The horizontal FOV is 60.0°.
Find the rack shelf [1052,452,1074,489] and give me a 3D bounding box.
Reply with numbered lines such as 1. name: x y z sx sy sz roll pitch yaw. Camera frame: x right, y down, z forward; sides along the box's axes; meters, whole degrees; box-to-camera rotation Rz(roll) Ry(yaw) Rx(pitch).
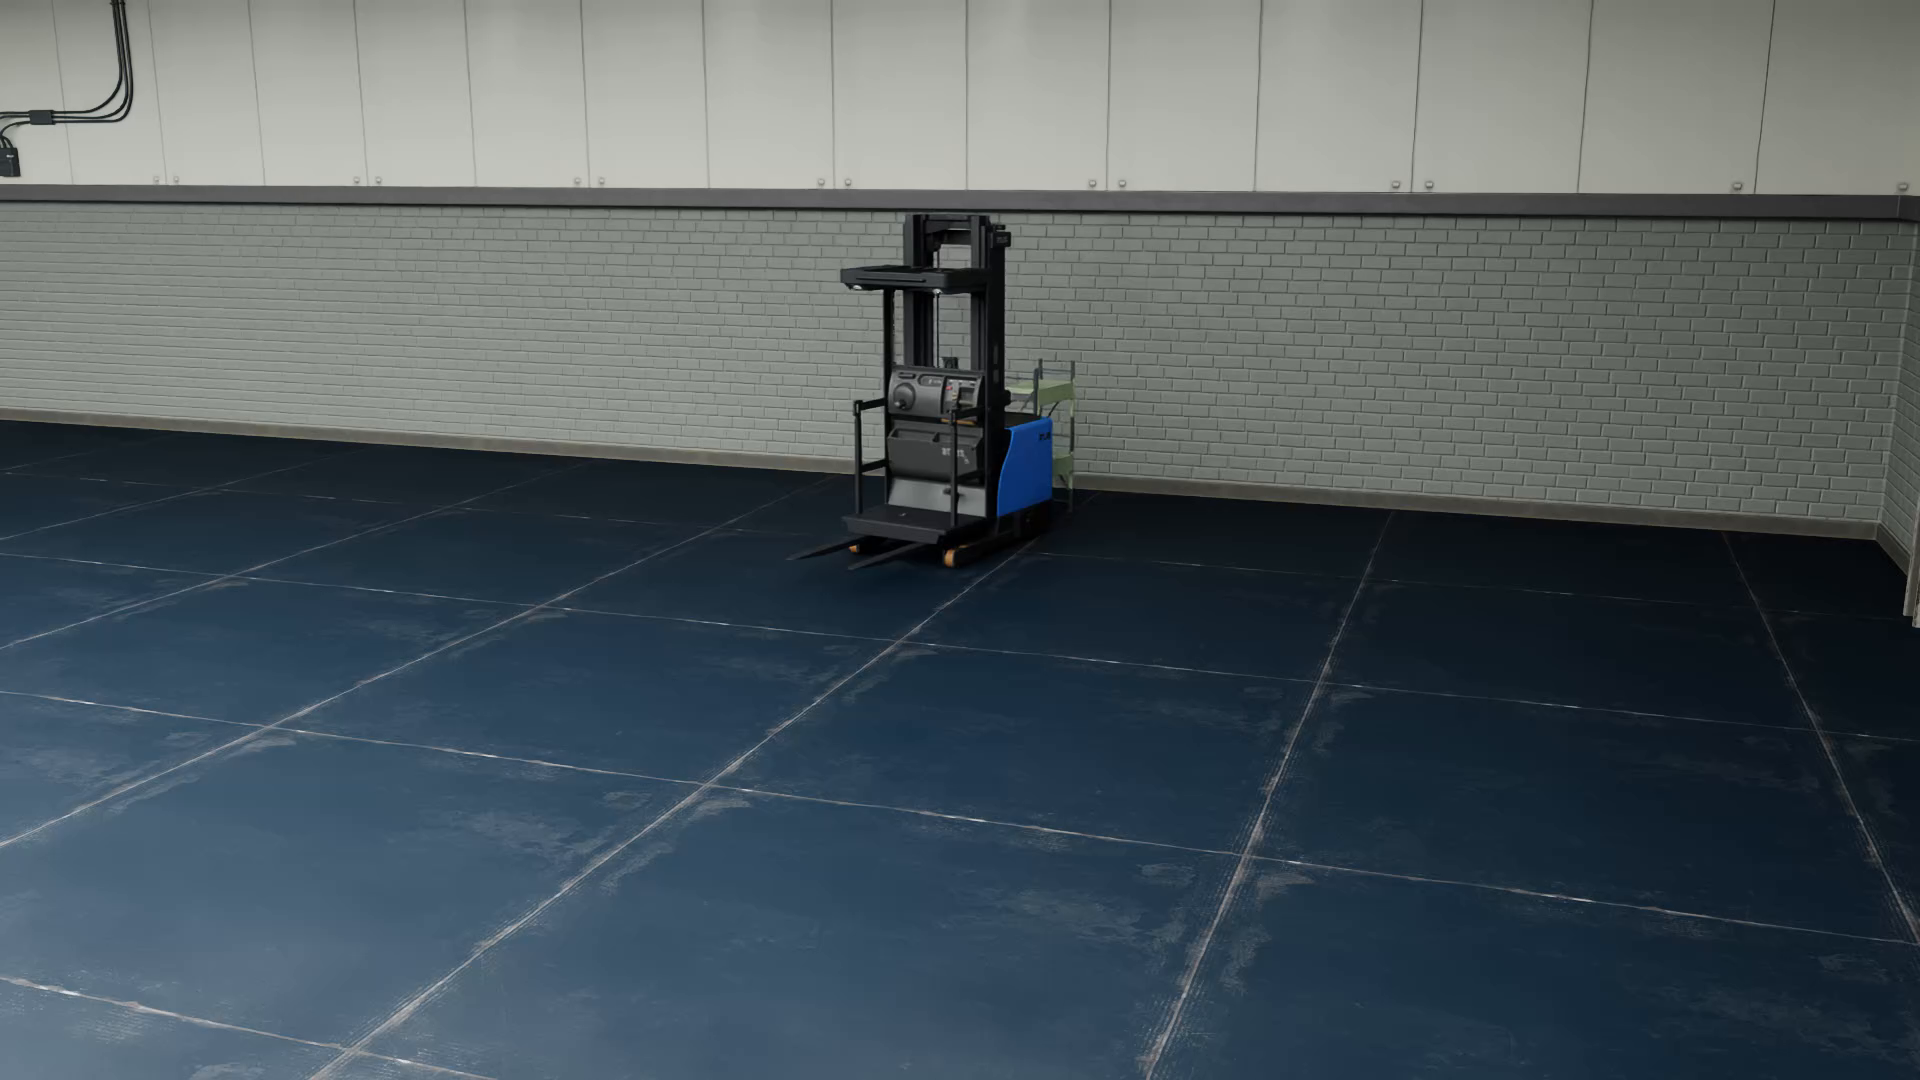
1. rack shelf: 0.749 -0.641 16.154 0.431 0.370 0.720 8 15 31

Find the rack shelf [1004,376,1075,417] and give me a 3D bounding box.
1. rack shelf: 0.749 -1.339 15.994 0.431 0.370 0.720 8 15 31

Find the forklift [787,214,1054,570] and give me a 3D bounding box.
1. forklift: -0.330 -1.305 14.381 1.130 2.935 3.031 8 15 31

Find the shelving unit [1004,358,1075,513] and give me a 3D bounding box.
1. shelving unit: 0.749 -0.959 16.081 0.431 1.500 0.755 8 15 31

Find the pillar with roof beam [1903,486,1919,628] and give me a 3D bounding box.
1. pillar with roof beam: 3.250 -4.079 12.897 9.100 9.000 0.400 4 14 18

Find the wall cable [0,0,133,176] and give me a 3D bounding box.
1. wall cable: -11.300 -7.533 20.388 2.305 6.003 0.169 4 14 18

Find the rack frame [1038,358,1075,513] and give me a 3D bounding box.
1. rack frame: 0.943 -1.028 16.384 0.400 1.500 0.023 8 15 31

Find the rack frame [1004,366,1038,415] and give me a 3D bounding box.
1. rack frame: 0.555 -0.890 15.778 0.400 1.500 0.023 8 15 31
